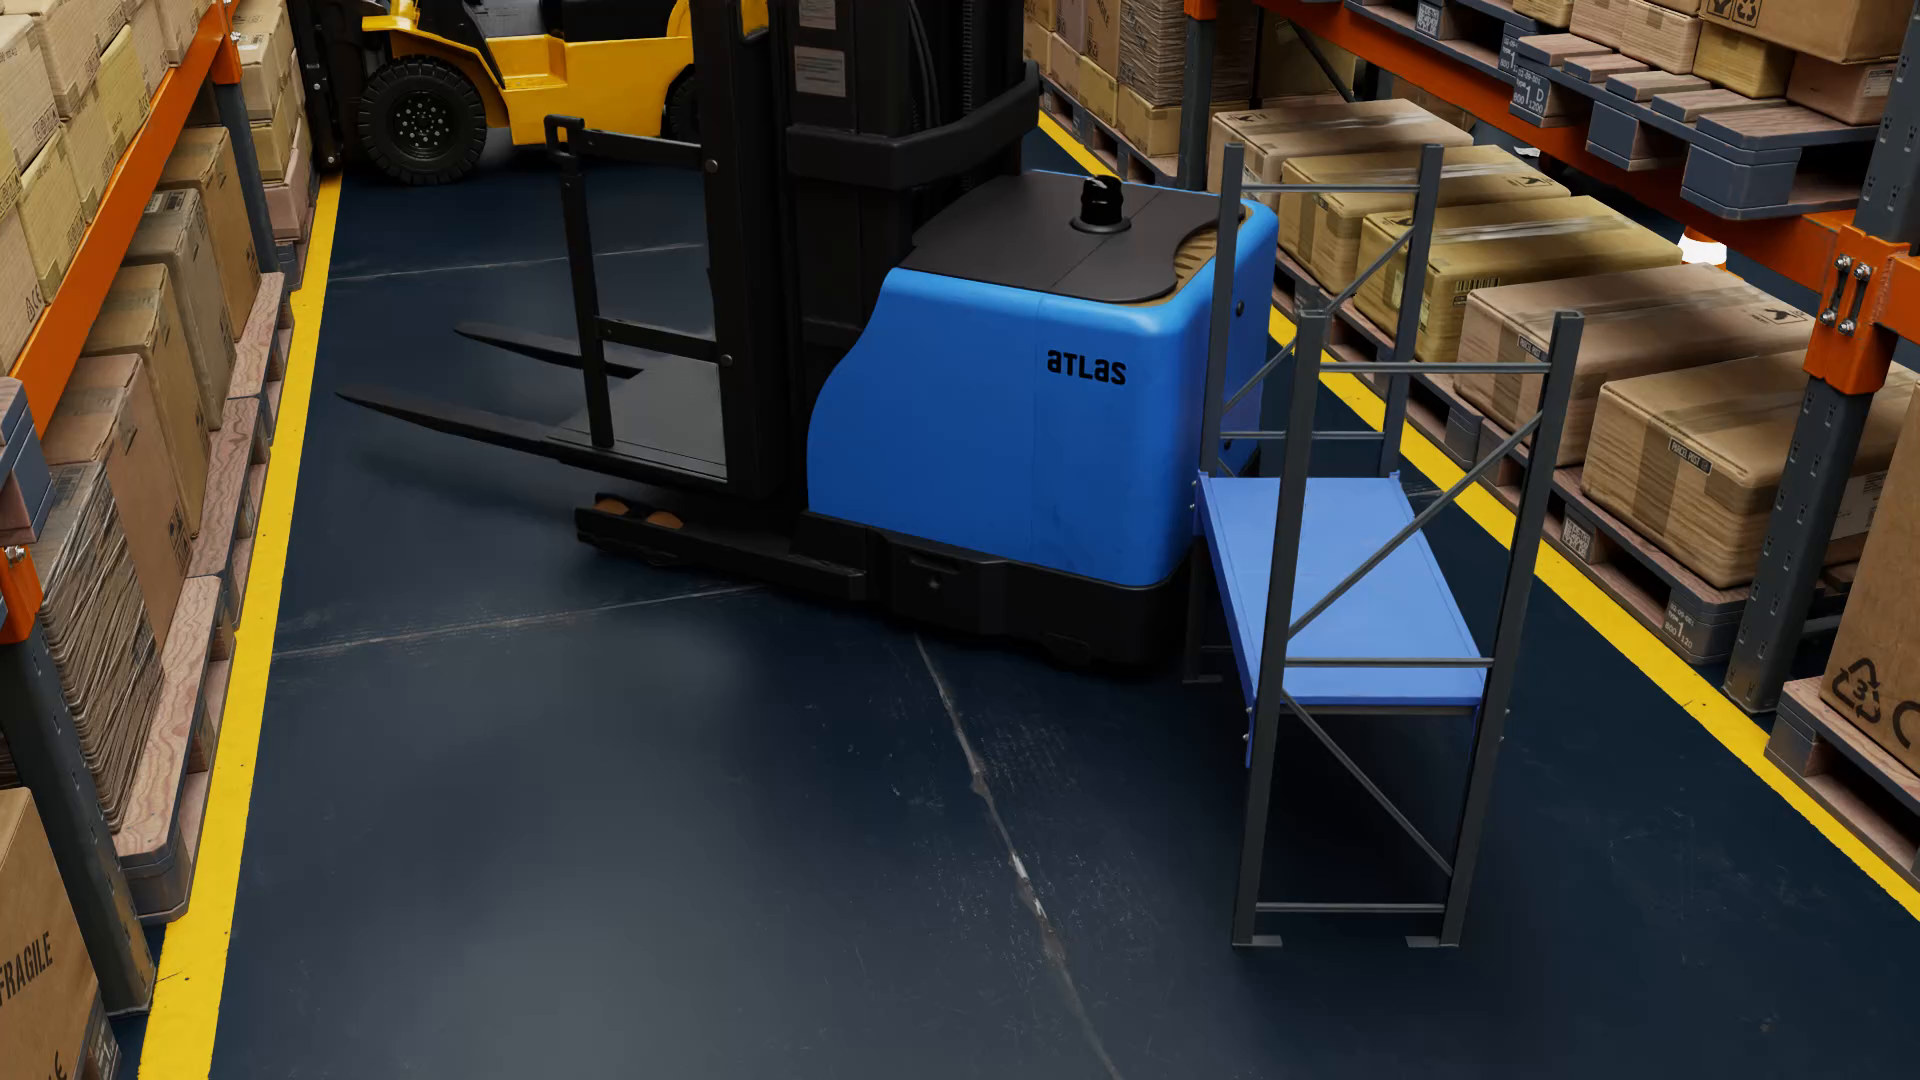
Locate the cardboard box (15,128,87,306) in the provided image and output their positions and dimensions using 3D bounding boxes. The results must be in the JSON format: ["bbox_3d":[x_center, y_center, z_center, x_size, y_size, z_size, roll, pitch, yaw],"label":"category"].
[{"bbox_3d":[-2.224,-0.685,3.588,0.500,0.250,0.500,-9,31,-14],"label":"cardboard box"}]

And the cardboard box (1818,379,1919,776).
[{"bbox_3d":[2.675,0.161,3.679,0.875,0.875,0.875,-8,31,-14],"label":"cardboard box"}]

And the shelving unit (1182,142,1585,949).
[{"bbox_3d":[0.858,-0.007,3.764,0.538,1.500,1.048,0,30,0],"label":"shelving unit"}]

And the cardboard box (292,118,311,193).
[{"bbox_3d":[-3.234,-1.704,7.525,0.500,0.250,0.500,-9,31,-14],"label":"cardboard box"}]

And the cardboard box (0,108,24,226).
[{"bbox_3d":[-2.071,-0.661,3.048,0.500,0.250,0.500,-8,31,-13],"label":"cardboard box"}]

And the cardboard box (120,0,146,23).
[{"bbox_3d":[-2.625,-1.644,4.747,0.500,0.250,0.500,-7,31,-12],"label":"cardboard box"}]

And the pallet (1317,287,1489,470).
[{"bbox_3d":[2.045,-0.680,6.214,1.003,0.211,1.213,-8,31,-13],"label":"pallet"}]

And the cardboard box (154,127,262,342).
[{"bbox_3d":[-3.126,-1.095,6.098,0.875,0.625,0.625,-6,31,-11],"label":"cardboard box"}]

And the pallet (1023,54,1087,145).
[{"bbox_3d":[0.970,-2.556,9.455,1.003,0.211,1.213,-8,31,-13],"label":"pallet"}]

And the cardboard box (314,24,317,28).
[{"bbox_3d":[-3.626,-2.647,8.656,0.500,0.250,0.500,-9,31,-14],"label":"cardboard box"}]

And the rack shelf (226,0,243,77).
[{"bbox_3d":[-3.806,-2.846,7.890,1.077,0.370,4.000,-8,31,-13],"label":"rack shelf"}]

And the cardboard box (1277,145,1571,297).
[{"bbox_3d":[1.845,-1.298,6.702,0.950,0.372,0.625,-6,31,-10],"label":"cardboard box"}]

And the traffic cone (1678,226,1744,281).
[{"bbox_3d":[3.189,-1.342,7.107,0.336,0.463,0.334,-8,31,-13],"label":"traffic cone"}]

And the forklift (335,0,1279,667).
[{"bbox_3d":[-0.627,-1.410,4.760,3.031,2.935,1.130,13,33,22],"label":"forklift"}]

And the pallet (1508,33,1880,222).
[{"bbox_3d":[2.279,-1.168,4.465,1.213,0.211,1.003,-8,31,-13],"label":"pallet"}]

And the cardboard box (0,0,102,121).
[{"bbox_3d":[-2.349,-1.155,3.901,0.500,0.250,0.500,-9,31,-15],"label":"cardboard box"}]

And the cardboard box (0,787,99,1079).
[{"bbox_3d":[-1.894,0.816,2.921,0.500,0.500,0.500,-7,31,-12],"label":"cardboard box"}]

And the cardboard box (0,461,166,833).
[{"bbox_3d":[-2.366,0.284,3.717,0.875,0.625,0.625,-7,31,-12],"label":"cardboard box"}]

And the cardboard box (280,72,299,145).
[{"bbox_3d":[-3.241,-1.917,7.394,0.500,0.250,0.500,-8,31,-14],"label":"cardboard box"}]

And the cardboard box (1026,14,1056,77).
[{"bbox_3d":[0.681,-2.841,9.489,0.500,0.250,0.500,-6,31,-10],"label":"cardboard box"}]

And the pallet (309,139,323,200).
[{"bbox_3d":[-3.773,-1.964,8.433,1.003,0.211,1.213,-8,31,-13],"label":"pallet"}]

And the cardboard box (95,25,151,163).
[{"bbox_3d":[-2.504,-1.183,4.450,0.500,0.250,0.500,-7,31,-12],"label":"cardboard box"}]

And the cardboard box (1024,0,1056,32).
[{"bbox_3d":[0.671,-3.168,9.306,0.500,0.500,0.500,-7,31,-12],"label":"cardboard box"}]

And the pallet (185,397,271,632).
[{"bbox_3d":[-2.714,-0.043,5.114,1.003,0.211,1.213,-8,31,-13],"label":"pallet"}]

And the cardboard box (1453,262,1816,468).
[{"bbox_3d":[2.227,-0.595,5.488,0.950,0.372,0.625,-8,31,-14],"label":"cardboard box"}]

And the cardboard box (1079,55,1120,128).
[{"bbox_3d":[0.943,-2.350,8.642,0.500,0.250,0.500,-9,31,-15],"label":"cardboard box"}]

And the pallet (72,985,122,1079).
[{"bbox_3d":[-2.052,1.313,2.771,1.003,0.211,1.213,-8,31,-13],"label":"pallet"}]

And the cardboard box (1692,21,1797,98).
[{"bbox_3d":[2.117,-1.241,4.231,0.380,0.149,0.250,-7,31,-13],"label":"cardboard box"}]

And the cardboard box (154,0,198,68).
[{"bbox_3d":[-2.750,-1.676,5.300,0.500,0.250,0.500,-8,31,-14],"label":"cardboard box"}]

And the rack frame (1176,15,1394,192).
[{"bbox_3d":[1.510,-2.853,7.185,1.000,3.000,0.127,-8,31,-13],"label":"rack frame"}]

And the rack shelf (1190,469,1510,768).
[{"bbox_3d":[0.858,0.149,3.854,0.538,0.185,1.000,0,30,0],"label":"rack shelf"}]

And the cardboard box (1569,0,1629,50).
[{"bbox_3d":[1.947,-1.479,4.643,0.380,0.149,0.250,-9,31,-16],"label":"cardboard box"}]

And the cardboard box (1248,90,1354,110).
[{"bbox_3d":[1.613,-2.166,8.323,0.500,0.250,0.500,-9,31,-16],"label":"cardboard box"}]

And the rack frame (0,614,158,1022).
[{"bbox_3d":[-2.213,-0.259,2.704,1.000,3.000,0.127,-8,31,-13],"label":"rack frame"}]

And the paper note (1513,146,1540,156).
[{"bbox_3d":[3.014,-2.051,8.763,0.148,0.019,0.142,-8,31,-13],"label":"paper note"}]

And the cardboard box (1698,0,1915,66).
[{"bbox_3d":[2.183,-1.457,3.958,0.500,0.500,0.500,-9,31,-15],"label":"cardboard box"}]

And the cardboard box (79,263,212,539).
[{"bbox_3d":[-2.726,-0.356,4.822,0.875,0.625,0.625,-9,31,-15],"label":"cardboard box"}]

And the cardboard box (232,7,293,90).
[{"bbox_3d":[-3.227,-2.139,7.279,0.500,0.250,0.500,-8,31,-13],"label":"cardboard box"}]

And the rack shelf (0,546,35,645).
[{"bbox_3d":[-1.682,1.018,1.215,1.077,0.370,4.000,-8,31,-13],"label":"rack shelf"}]

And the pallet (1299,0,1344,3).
[{"bbox_3d":[1.572,-2.381,6.562,1.003,0.211,1.213,-8,31,-13],"label":"pallet"}]

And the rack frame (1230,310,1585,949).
[{"bbox_3d":[0.854,0.248,3.324,0.500,1.500,0.032,0,30,0],"label":"rack frame"}]

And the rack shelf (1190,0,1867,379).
[{"bbox_3d":[2.040,-1.576,5.696,1.077,0.370,4.000,-8,31,-13],"label":"rack shelf"}]

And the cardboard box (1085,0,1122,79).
[{"bbox_3d":[0.957,-2.665,8.437,0.500,0.500,0.500,-7,31,-12],"label":"cardboard box"}]

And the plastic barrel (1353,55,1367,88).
[{"bbox_3d":[2.456,-2.874,9.792,0.512,0.421,0.421,13,32,21],"label":"plastic barrel"}]

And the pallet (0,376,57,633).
[{"bbox_3d":[-1.966,0.142,2.202,1.213,0.211,1.003,-8,31,-13],"label":"pallet"}]

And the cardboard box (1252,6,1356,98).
[{"bbox_3d":[1.613,-2.490,8.135,0.500,0.500,0.500,-6,31,-11],"label":"cardboard box"}]
